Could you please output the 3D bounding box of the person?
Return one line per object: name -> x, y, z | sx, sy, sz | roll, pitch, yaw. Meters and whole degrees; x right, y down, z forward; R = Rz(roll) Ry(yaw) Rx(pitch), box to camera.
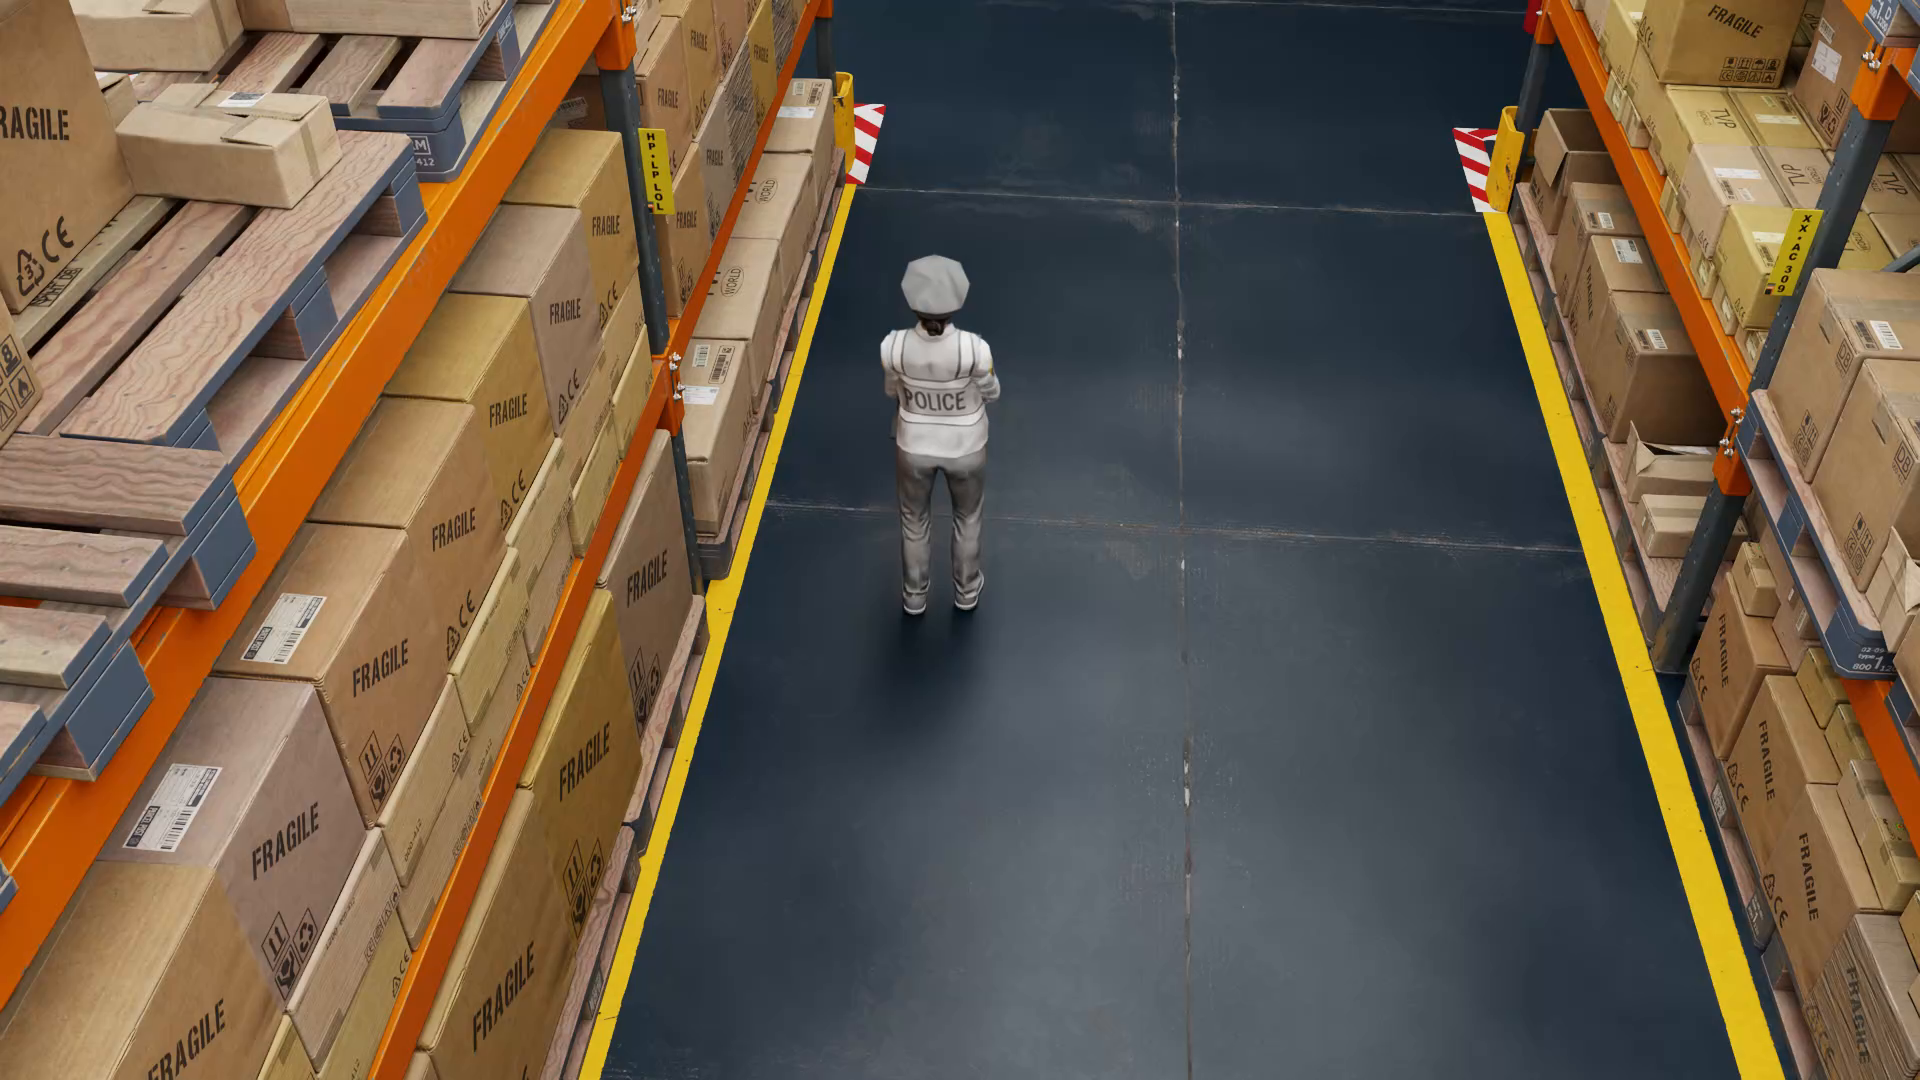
person -> -0.069, -0.428, 6.644 | 0.457, 1.690, 0.539 | 3, 40, 4
